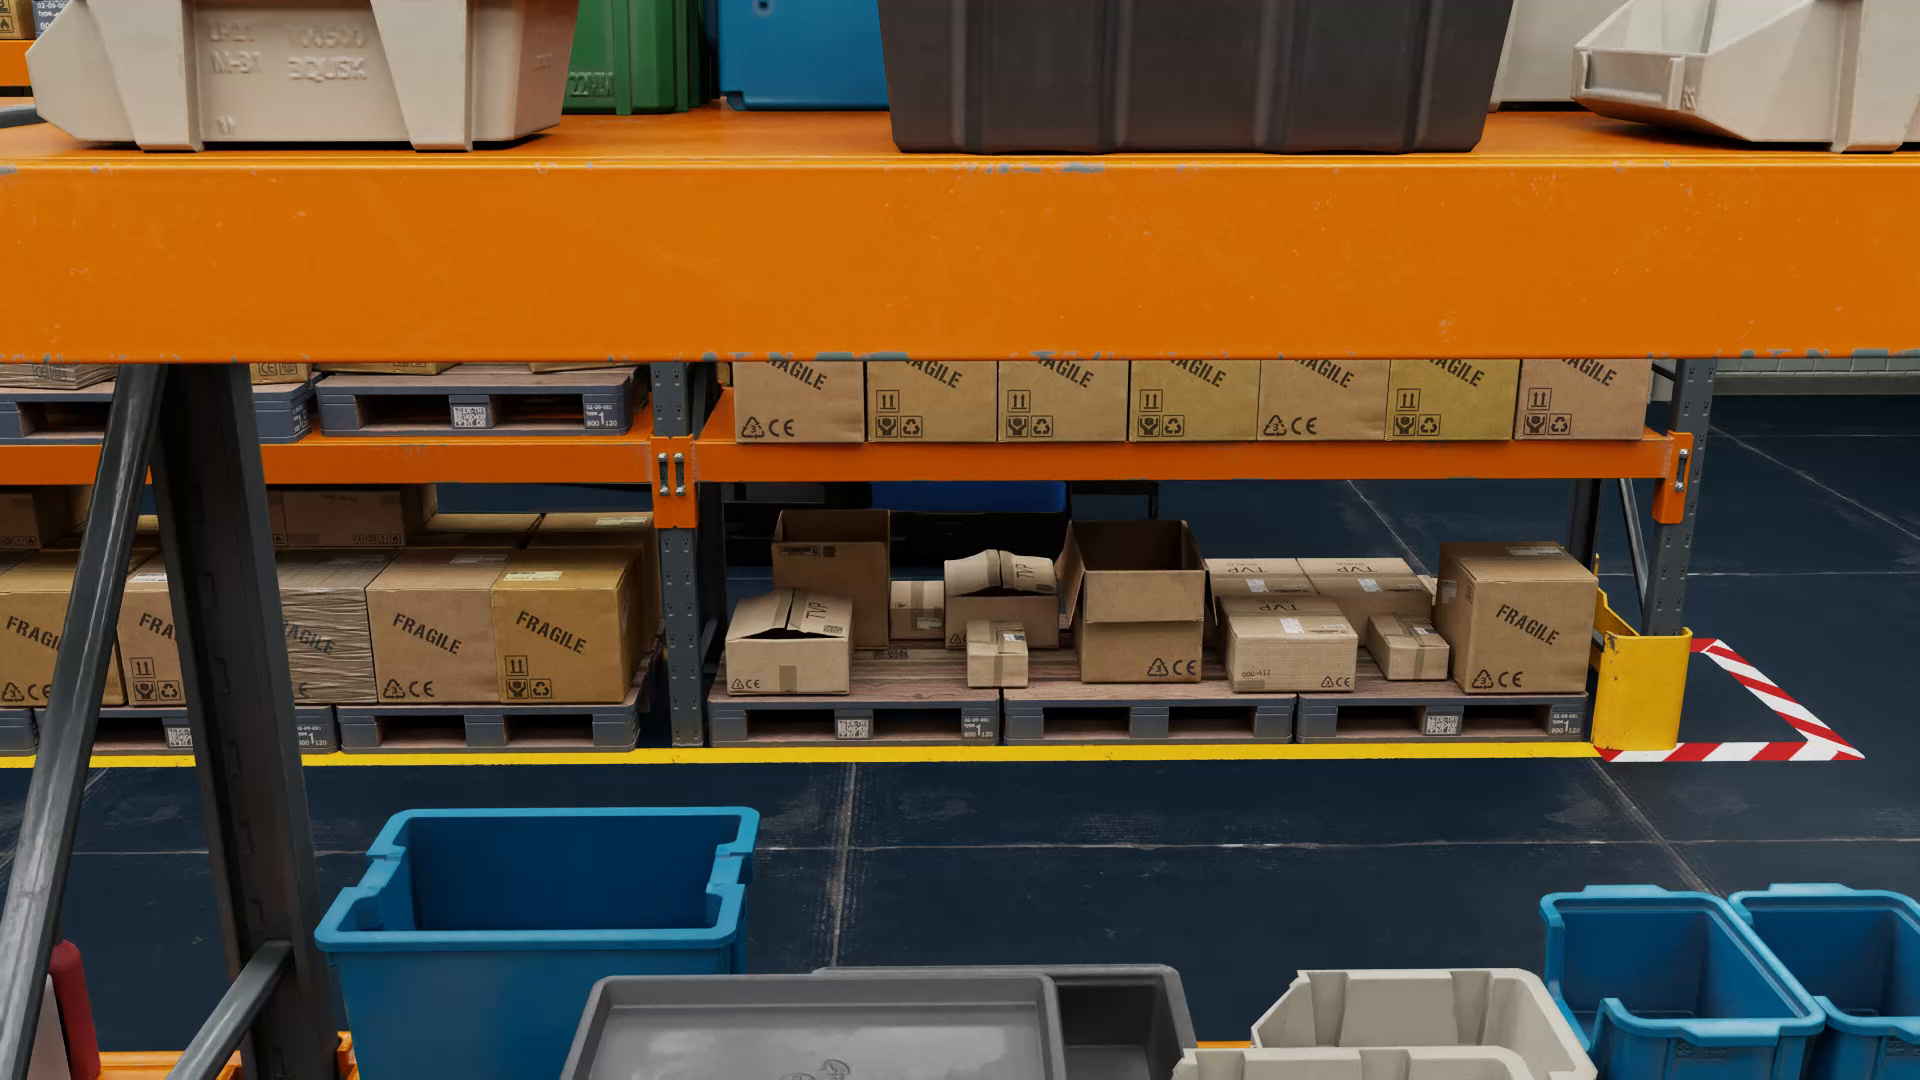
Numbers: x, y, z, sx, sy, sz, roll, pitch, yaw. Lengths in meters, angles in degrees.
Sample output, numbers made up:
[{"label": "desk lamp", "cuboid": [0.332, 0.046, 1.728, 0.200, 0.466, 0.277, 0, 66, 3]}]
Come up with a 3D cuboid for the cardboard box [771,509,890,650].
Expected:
[{"label": "cardboard box", "cuboid": [-0.568, 0.171, 7.477, 0.500, 0.500, 0.500, 0, 18, -1]}]

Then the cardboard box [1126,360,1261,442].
[{"label": "cardboard box", "cuboid": [0.901, -0.696, 6.642, 0.500, 0.500, 0.500, -1, 18, -2]}]

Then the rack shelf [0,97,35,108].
[{"label": "rack shelf", "cuboid": [-3.059, -0.284, 1.790, 4.000, 0.370, 1.077, 0, 18, -1]}]

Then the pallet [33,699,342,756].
[{"label": "pallet", "cuboid": [-3.169, 0.629, 7.241, 1.213, 0.211, 1.003, 0, 18, -1]}]

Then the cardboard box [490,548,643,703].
[{"label": "cardboard box", "cuboid": [-1.622, 0.350, 6.918, 0.500, 0.500, 0.500, 0, 18, -1]}]

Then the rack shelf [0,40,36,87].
[{"label": "rack shelf", "cuboid": [-3.133, -1.797, 6.506, 4.000, 0.370, 1.077, 0, 18, -1]}]

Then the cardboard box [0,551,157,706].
[{"label": "cardboard box", "cuboid": [-3.648, 0.359, 6.889, 0.500, 0.500, 0.500, -1, 18, -2]}]

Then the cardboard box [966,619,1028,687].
[{"label": "cardboard box", "cuboid": [0.155, 0.476, 7.072, 0.250, 0.166, 0.380, 0, 18, -1]}]

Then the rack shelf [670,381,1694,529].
[{"label": "rack shelf", "cuboid": [0.866, -0.388, 7.024, 4.000, 0.370, 1.077, 0, 18, -1]}]

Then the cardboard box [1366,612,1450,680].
[{"label": "cardboard box", "cuboid": [1.920, 0.452, 7.147, 0.250, 0.166, 0.380, 0, 18, -1]}]

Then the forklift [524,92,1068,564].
[{"label": "forklift", "cuboid": [-0.912, -1.421, 9.180, 3.031, 2.935, 1.130, 1, 18, 2]}]

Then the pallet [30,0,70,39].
[{"label": "pallet", "cuboid": [-2.823, -2.072, 6.493, 1.003, 0.211, 1.213, 0, 18, -1]}]

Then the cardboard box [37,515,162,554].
[{"label": "cardboard box", "cuboid": [-3.684, 0.201, 7.383, 0.500, 0.500, 0.500, -1, 18, -3]}]

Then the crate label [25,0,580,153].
[{"label": "crate label", "cuboid": [-0.565, -0.425, 1.482, 0.466, 0.136, 0.293, 0, 18, -1]}]

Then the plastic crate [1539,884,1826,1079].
[{"label": "plastic crate", "cuboid": [1.072, 0.732, 2.530, 0.300, 0.233, 0.416, 0, 18, -1]}]

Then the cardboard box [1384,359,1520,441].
[{"label": "cardboard box", "cuboid": [1.904, -0.699, 6.652, 0.500, 0.500, 0.500, 0, 18, 0]}]

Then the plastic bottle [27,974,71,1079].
[{"label": "plastic bottle", "cuboid": [-1.456, 0.718, 2.478, 0.185, 0.351, 0.144, 0, 18, -1]}]

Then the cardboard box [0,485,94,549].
[{"label": "cardboard box", "cuboid": [-4.145, -0.156, 7.266, 0.500, 0.250, 0.500, 0, 18, 1]}]

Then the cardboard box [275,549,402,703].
[{"label": "cardboard box", "cuboid": [-2.618, 0.352, 6.912, 0.500, 0.500, 0.500, 0, 18, 0]}]

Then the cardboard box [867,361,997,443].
[{"label": "cardboard box", "cuboid": [-0.107, -0.691, 6.628, 0.500, 0.500, 0.500, 0, 18, 0]}]

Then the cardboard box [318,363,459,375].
[{"label": "cardboard box", "cuboid": [-2.297, -1.012, 6.940, 0.500, 0.500, 0.700, 3, 18, 8]}]

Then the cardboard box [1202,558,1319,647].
[{"label": "cardboard box", "cuboid": [1.318, 0.280, 7.544, 0.500, 0.250, 0.500, 0, 18, -1]}]

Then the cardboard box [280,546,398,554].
[{"label": "cardboard box", "cuboid": [-2.654, 0.194, 7.404, 0.500, 0.500, 0.500, 0, 18, 0]}]

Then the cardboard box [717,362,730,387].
[{"label": "cardboard box", "cuboid": [-1.863, -1.367, 11.731, 0.750, 0.750, 0.750, 0, 18, 0]}]

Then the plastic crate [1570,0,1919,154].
[{"label": "plastic crate", "cuboid": [0.879, -0.444, 1.543, 0.530, 0.136, 0.437, 0, 18, -1]}]

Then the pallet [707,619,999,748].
[{"label": "pallet", "cuboid": [-0.447, 0.604, 7.319, 1.213, 0.211, 1.003, 0, 18, -1]}]

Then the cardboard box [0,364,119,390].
[{"label": "cardboard box", "cuboid": [-3.587, -0.933, 6.693, 0.500, 0.500, 0.700, 3, 18, 10]}]

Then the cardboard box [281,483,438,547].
[{"label": "cardboard box", "cuboid": [-2.621, -0.164, 7.294, 0.500, 0.250, 0.500, 0, 18, -1]}]

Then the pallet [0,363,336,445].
[{"label": "pallet", "cuboid": [-3.188, -0.621, 6.887, 1.213, 0.211, 1.003, 0, 18, -1]}]

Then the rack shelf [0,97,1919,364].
[{"label": "rack shelf", "cuboid": [0.941, -0.303, 1.850, 4.000, 0.370, 1.077, 0, 18, -1]}]

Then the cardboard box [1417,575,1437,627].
[{"label": "cardboard box", "cuboid": [2.192, 0.298, 7.627, 0.250, 0.166, 0.380, 0, 18, -1]}]

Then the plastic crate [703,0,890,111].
[{"label": "plastic crate", "cuboid": [-0.154, -0.658, 2.053, 0.300, 0.233, 0.416, 0, 18, -1]}]

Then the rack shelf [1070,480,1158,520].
[{"label": "rack shelf", "cuboid": [0.859, -0.312, 9.417, 0.480, 0.518, 0.431, 1, 18, 2]}]

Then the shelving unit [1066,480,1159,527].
[{"label": "shelving unit", "cuboid": [0.859, -0.991, 9.199, 0.503, 2.100, 0.431, 1, 18, 2]}]

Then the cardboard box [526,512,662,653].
[{"label": "cardboard box", "cuboid": [-1.621, 0.188, 7.423, 0.500, 0.500, 0.500, -1, 18, -3]}]

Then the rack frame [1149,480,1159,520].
[{"label": "rack frame", "cuboid": [1.103, -0.988, 9.191, 0.015, 2.100, 0.400, 1, 18, 2]}]

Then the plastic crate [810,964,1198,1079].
[{"label": "plastic crate", "cuboid": [0.056, 0.807, 2.473, 0.590, 0.125, 0.437, 0, 18, -1]}]

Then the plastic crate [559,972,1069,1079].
[{"label": "plastic crate", "cuboid": [-0.162, 0.805, 1.924, 0.583, 0.464, 0.402, 0, 18, -1]}]

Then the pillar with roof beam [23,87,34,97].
[{"label": "pillar with roof beam", "cuboid": [-6.460, -4.014, 7.329, 0.400, 9.000, 9.100, 0, 18, -1]}]

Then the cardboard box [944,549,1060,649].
[{"label": "cardboard box", "cuboid": [0.182, 0.257, 7.517, 0.500, 0.311, 0.500, 0, 18, -1]}]

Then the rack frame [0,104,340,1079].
[{"label": "rack frame", "cuboid": [-1.059, 0.793, 2.165, 0.053, 2.616, 0.949, 0, 18, -1]}]

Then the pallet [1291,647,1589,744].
[{"label": "pallet", "cuboid": [1.993, 0.592, 7.356, 1.213, 0.211, 1.003, 0, 18, -1]}]
